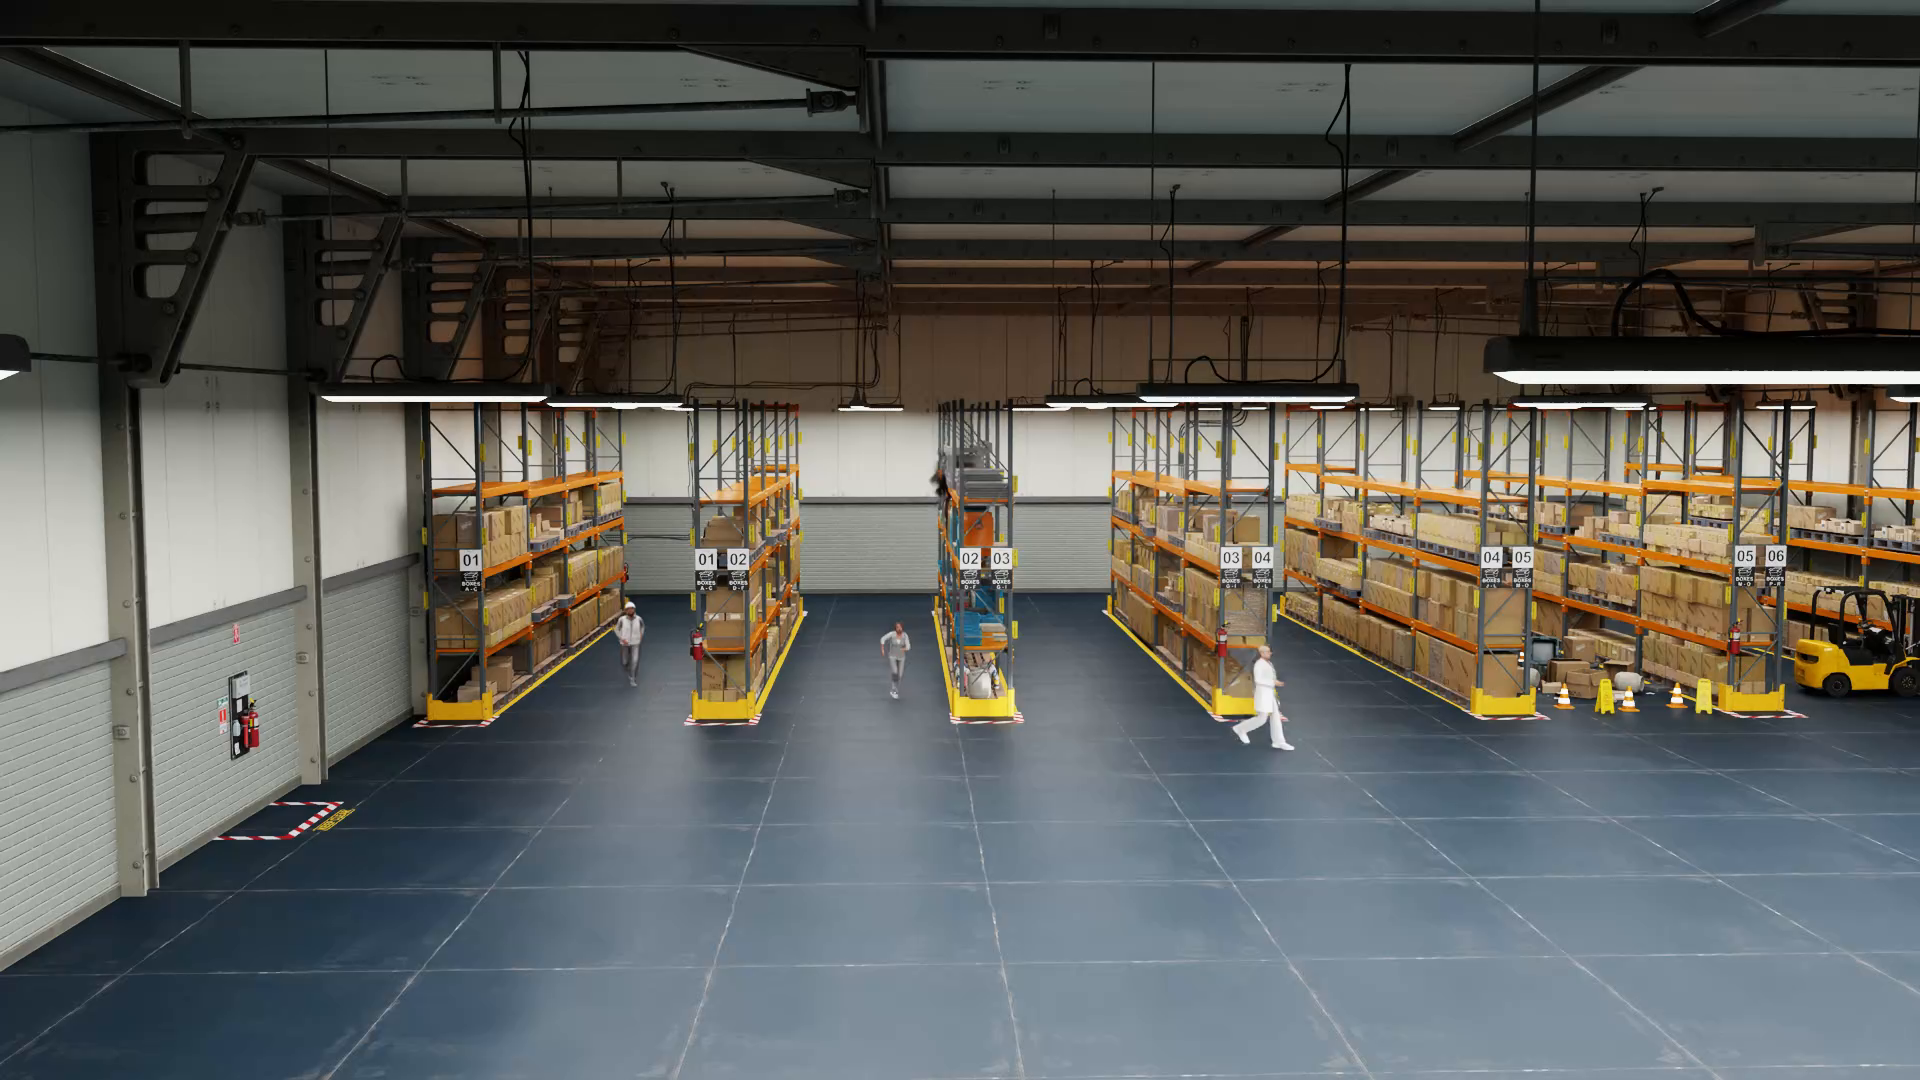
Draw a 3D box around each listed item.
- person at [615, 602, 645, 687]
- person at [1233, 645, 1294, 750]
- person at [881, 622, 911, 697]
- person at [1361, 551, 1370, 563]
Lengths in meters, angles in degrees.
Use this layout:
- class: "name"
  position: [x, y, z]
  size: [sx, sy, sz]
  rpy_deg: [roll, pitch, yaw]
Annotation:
- class: "person"
  position: [-6.996, 2.199, 35.279]
  size: [0.641, 1.760, 1.010]
  rpy_deg: [-1, 4, -11]
- class: "person"
  position: [5.173, 2.671, 28.288]
  size: [1.040, 1.773, 0.710]
  rpy_deg: [2, 5, 26]
- class: "person"
  position: [-1.277, 2.406, 33.381]
  size: [0.569, 1.548, 0.679]
  rpy_deg: [-1, 4, -10]
- class: "person"
  position: [11.862, 1.147, 48.949]
  size: [0.922, 1.695, 0.614]
  rpy_deg: [-1, 4, -14]
